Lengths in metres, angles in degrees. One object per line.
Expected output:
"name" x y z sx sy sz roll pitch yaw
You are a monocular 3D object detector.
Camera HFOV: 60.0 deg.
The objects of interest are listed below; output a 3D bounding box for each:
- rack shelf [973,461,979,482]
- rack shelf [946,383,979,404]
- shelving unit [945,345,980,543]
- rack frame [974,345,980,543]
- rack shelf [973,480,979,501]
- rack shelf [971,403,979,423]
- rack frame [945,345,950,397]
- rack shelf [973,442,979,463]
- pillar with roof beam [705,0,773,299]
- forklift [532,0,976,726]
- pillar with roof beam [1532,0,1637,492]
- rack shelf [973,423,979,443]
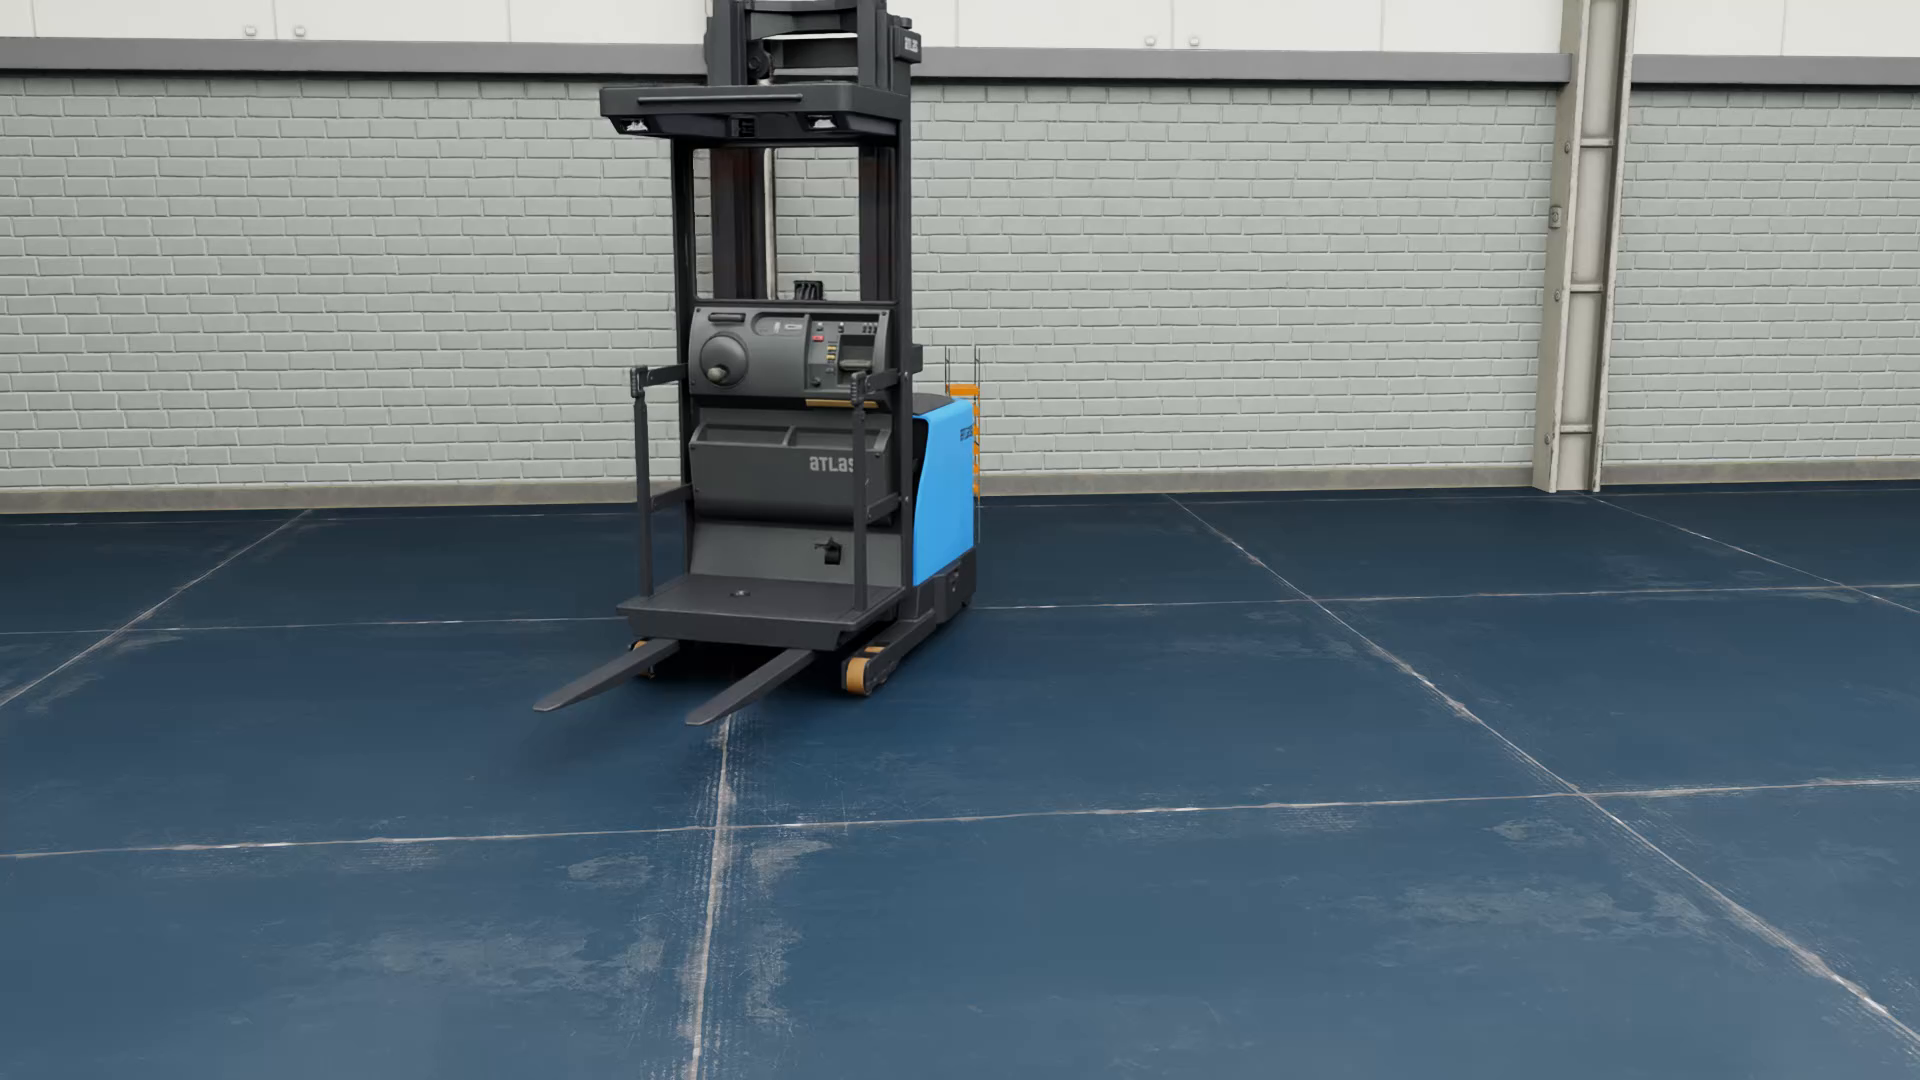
"rack shelf" 0.014 -0.428 10.286 0.180 0.103 0.258 -1 11 -6
"rack shelf" 0.014 -0.899 10.193 0.180 0.103 0.258 -1 11 -6
"shelving unit" 0.014 -0.589 10.254 0.189 1.200 0.258 -1 11 -6
"rack frame" 0.105 -0.591 10.264 0.006 1.200 0.240 -1 11 -6
"rack shelf" 0.014 -0.310 10.309 0.180 0.103 0.258 -1 11 -6
"rack shelf" 0.014 -0.781 10.216 0.180 0.103 0.258 -1 11 -6
"rack frame" -0.077 -0.587 10.244 0.006 1.200 0.240 -1 11 -6
"rack shelf" 0.014 -0.545 10.262 0.180 0.103 0.258 -1 11 -6
"pillar with roof beam" -1.021 -3.847 6.606 0.400 9.000 9.100 -1 11 -6
"forklift" -0.818 -0.864 7.162 1.130 2.935 3.031 3 12 16
"pillar with roof beam" 4.944 -3.972 7.242 0.400 9.000 9.100 -1 11 -6
"rack shelf" 0.014 -0.663 10.239 0.180 0.103 0.258 -1 11 -6
